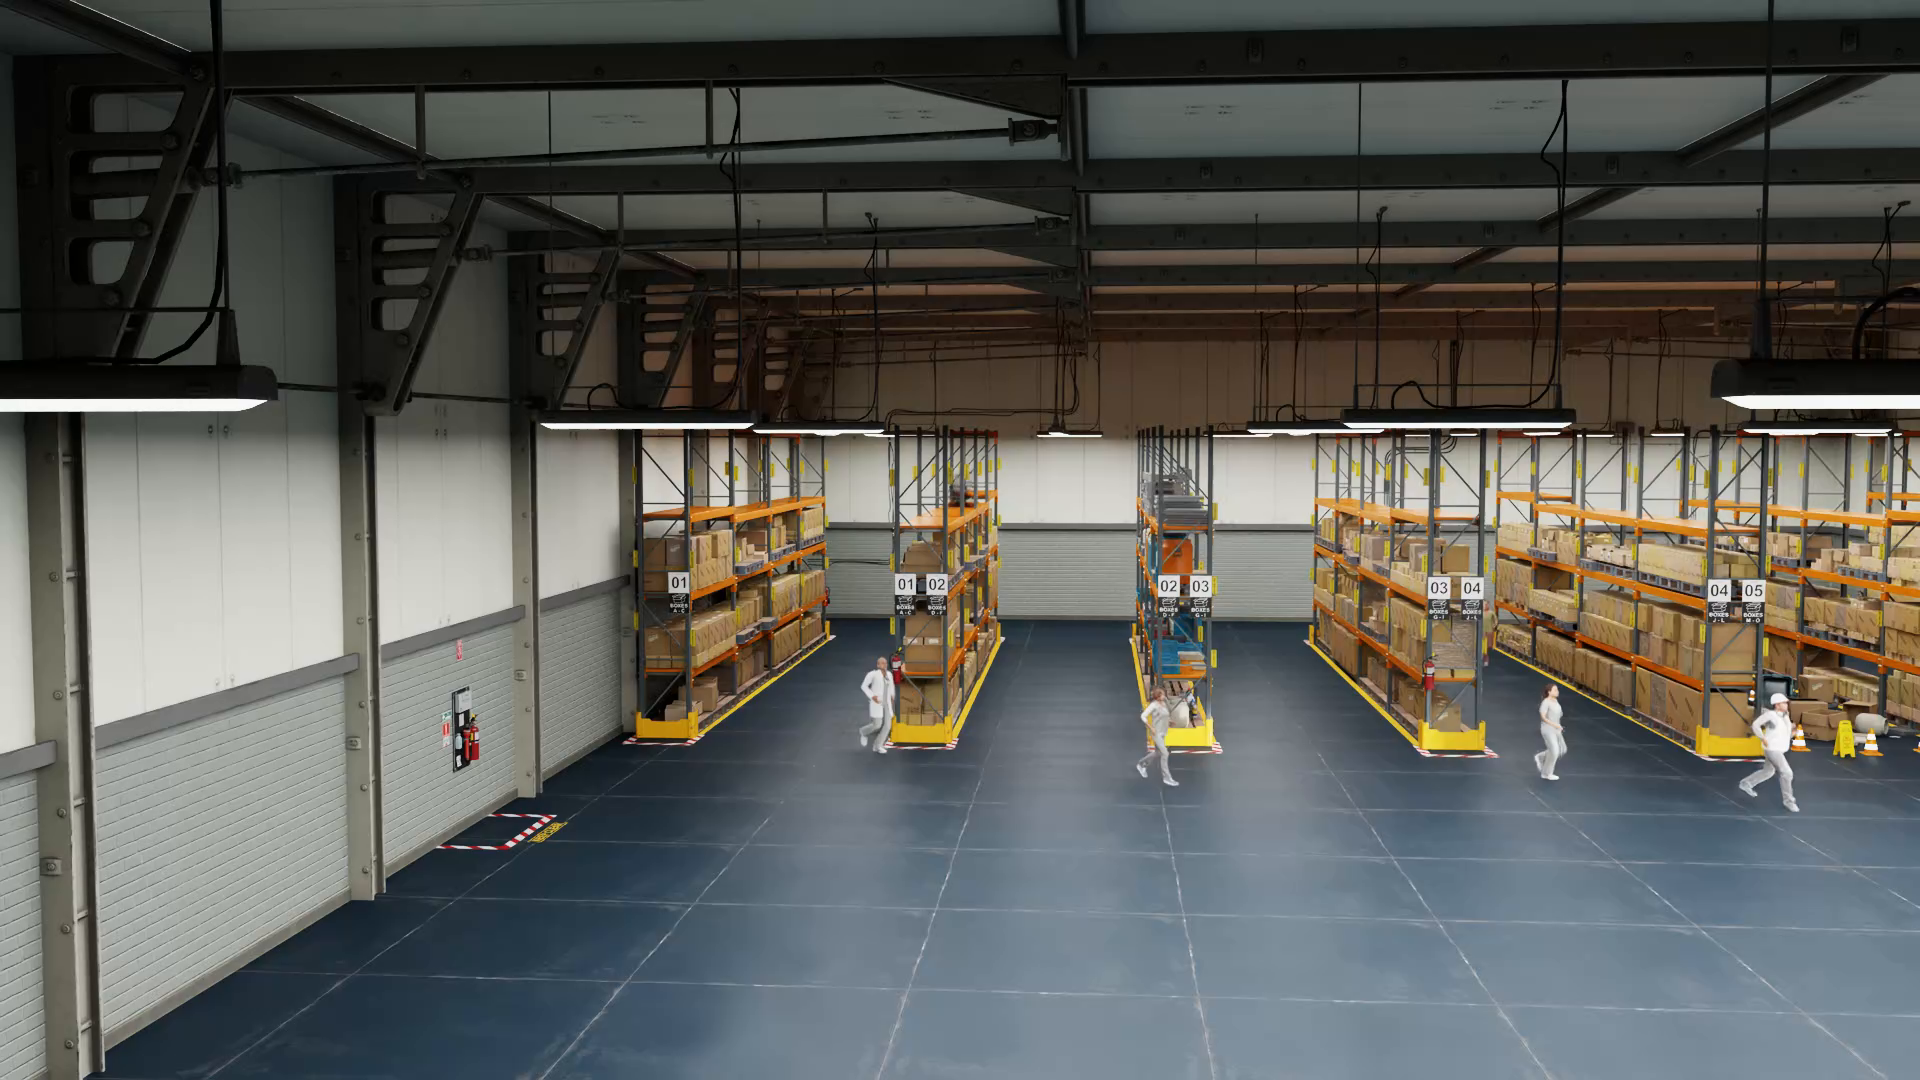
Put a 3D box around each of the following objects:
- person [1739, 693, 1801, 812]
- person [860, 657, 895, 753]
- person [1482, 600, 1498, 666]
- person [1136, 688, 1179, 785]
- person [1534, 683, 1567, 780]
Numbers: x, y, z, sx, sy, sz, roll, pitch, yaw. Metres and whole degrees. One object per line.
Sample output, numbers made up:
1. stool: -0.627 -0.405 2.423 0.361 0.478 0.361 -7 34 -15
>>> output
1. person: 12.681 3.299 25.973 0.624 1.839 0.972 -3 5 -45
2. person: -1.484 3.021 30.609 0.737 1.736 0.700 -3 4 -37
3. person: 13.421 2.364 42.410 0.575 1.653 0.635 1 3 10
4. person: 3.273 3.249 27.656 0.819 1.599 0.546 2 4 33
5. person: 9.958 3.219 28.059 0.605 1.626 0.594 -3 5 -44
